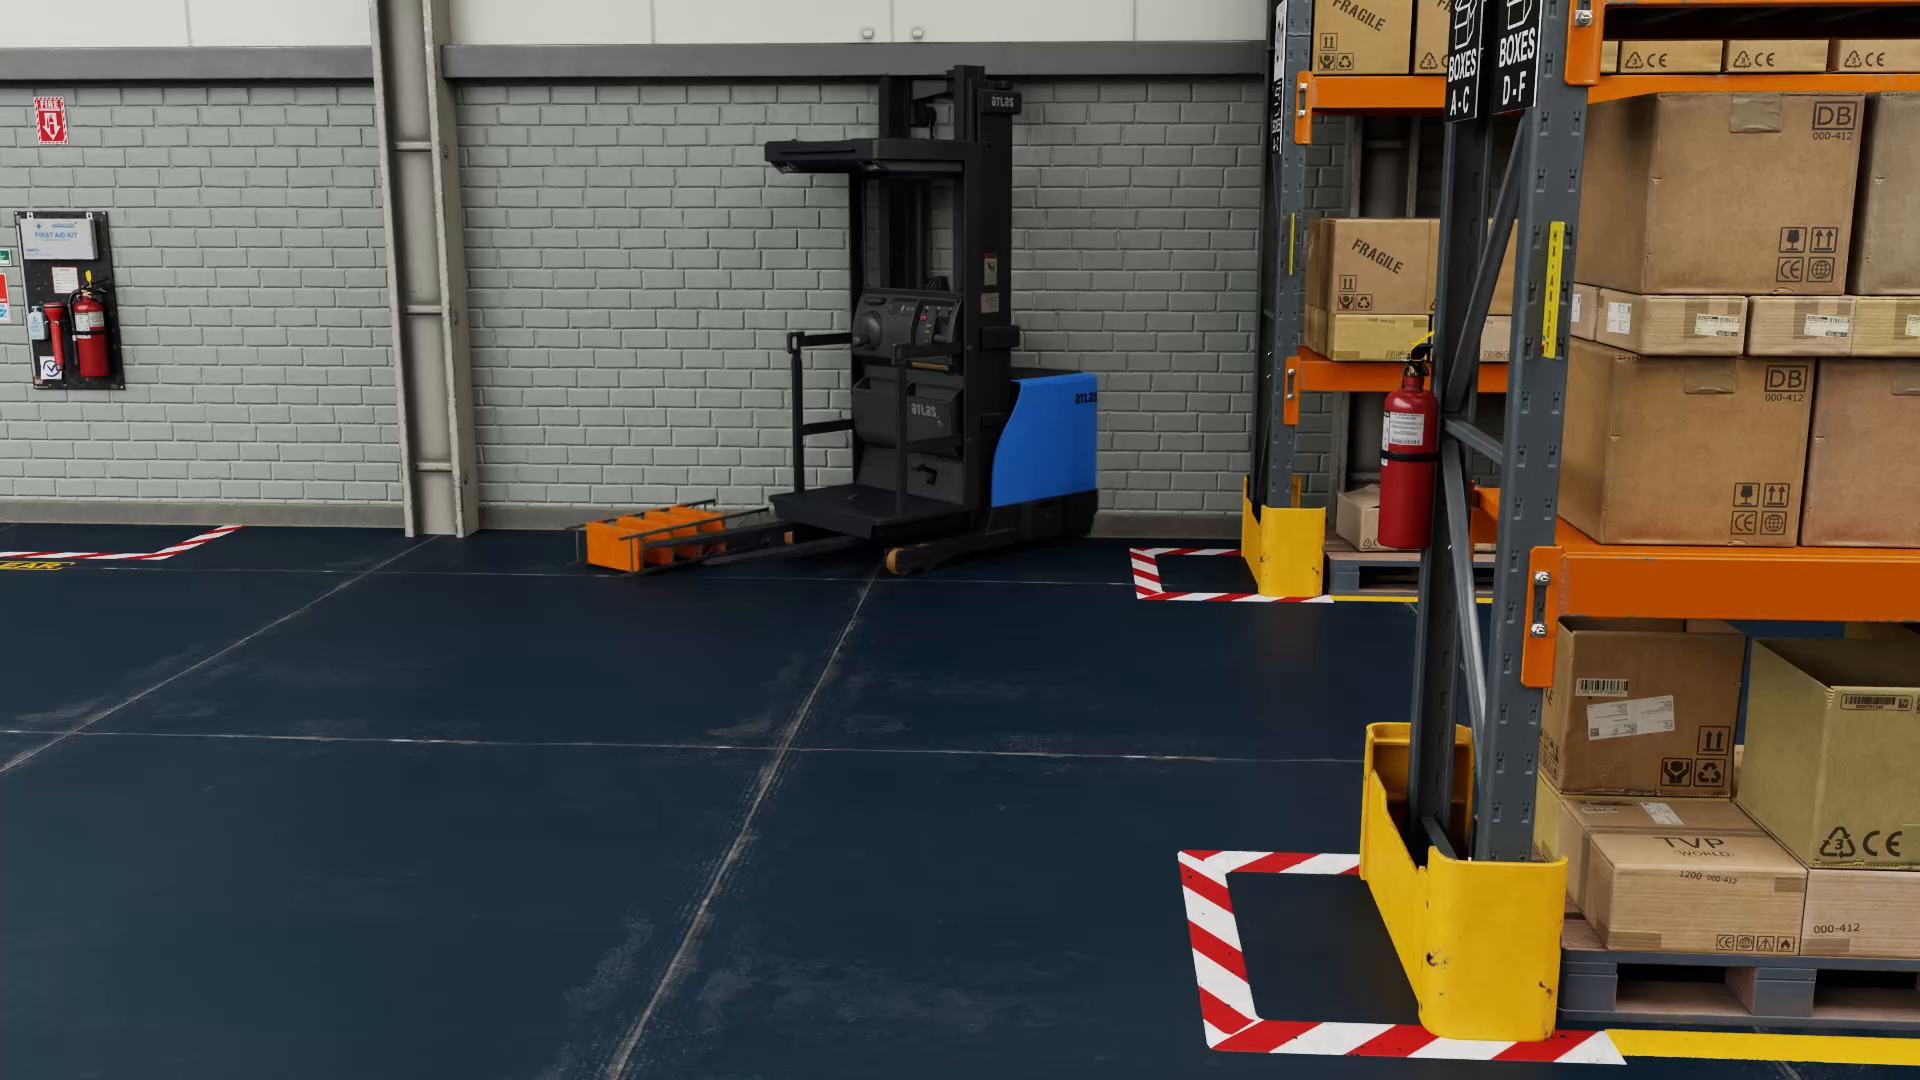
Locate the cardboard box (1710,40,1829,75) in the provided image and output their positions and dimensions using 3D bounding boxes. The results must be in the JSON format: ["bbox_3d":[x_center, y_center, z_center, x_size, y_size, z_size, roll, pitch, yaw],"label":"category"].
[{"bbox_3d":[4.221,-2.708,8.770,0.500,0.500,0.500,0,12,2],"label":"cardboard box"}]

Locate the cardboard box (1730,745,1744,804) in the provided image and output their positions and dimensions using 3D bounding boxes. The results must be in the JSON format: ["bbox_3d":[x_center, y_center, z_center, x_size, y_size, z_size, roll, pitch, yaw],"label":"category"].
[{"bbox_3d":[2.536,0.834,5.147,0.500,0.250,0.500,1,12,4],"label":"cardboard box"}]

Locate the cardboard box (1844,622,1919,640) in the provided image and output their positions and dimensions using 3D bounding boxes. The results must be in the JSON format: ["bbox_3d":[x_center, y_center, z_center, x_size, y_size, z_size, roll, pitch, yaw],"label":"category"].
[{"bbox_3d":[3.036,0.472,5.042,0.500,0.500,0.500,1,12,4],"label":"cardboard box"}]

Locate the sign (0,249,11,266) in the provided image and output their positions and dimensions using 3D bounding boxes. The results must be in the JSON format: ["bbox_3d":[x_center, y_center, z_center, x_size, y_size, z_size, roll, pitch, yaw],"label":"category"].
[{"bbox_3d":[-6.425,-1.865,10.975,0.331,0.109,0.001,1,12,4],"label":"sign"}]

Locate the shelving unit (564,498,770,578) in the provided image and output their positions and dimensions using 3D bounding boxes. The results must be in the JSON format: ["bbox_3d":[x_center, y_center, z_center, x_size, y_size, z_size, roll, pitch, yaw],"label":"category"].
[{"bbox_3d":[-1.769,-0.024,10.166,0.503,0.258,1.200,9,15,38],"label":"shelving unit"}]

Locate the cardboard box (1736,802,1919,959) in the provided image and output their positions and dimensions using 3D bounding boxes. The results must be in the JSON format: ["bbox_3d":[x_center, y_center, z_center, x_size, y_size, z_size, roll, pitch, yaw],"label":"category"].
[{"bbox_3d":[2.501,0.941,4.633,0.500,0.250,0.500,1,12,4],"label":"cardboard box"}]

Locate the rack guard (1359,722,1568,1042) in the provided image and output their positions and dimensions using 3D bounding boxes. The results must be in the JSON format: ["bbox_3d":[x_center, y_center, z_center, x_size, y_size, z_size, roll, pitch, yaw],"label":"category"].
[{"bbox_3d":[1.458,0.965,4.934,0.348,0.500,1.175,1,12,4],"label":"rack guard"}]

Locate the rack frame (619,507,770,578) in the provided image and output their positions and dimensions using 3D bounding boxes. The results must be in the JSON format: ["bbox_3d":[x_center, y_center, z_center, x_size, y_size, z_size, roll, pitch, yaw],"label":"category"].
[{"bbox_3d":[-1.578,0.007,10.017,0.015,0.240,1.200,9,15,38],"label":"rack frame"}]

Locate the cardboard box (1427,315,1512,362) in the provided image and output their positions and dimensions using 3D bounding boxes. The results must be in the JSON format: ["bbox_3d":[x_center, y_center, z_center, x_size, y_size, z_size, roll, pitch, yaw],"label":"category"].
[{"bbox_3d":[2.794,-1.131,9.166,0.500,0.250,0.500,0,12,2],"label":"cardboard box"}]

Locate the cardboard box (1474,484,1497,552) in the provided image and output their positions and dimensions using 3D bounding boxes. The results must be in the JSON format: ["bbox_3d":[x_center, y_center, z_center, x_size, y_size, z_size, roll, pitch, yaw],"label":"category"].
[{"bbox_3d":[3.062,-0.134,9.574,0.500,0.311,0.500,2,12,8],"label":"cardboard box"}]

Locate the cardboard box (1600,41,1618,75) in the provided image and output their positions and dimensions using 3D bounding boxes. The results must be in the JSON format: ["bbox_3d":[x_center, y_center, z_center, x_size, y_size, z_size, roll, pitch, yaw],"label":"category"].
[{"bbox_3d":[3.178,-2.721,8.829,0.500,0.500,0.500,1,12,6],"label":"cardboard box"}]

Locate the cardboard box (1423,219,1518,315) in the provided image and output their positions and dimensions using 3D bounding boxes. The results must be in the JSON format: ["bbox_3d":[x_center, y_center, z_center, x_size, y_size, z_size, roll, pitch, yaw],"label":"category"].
[{"bbox_3d":[2.758,-1.497,9.084,0.500,0.500,0.500,1,12,4],"label":"cardboard box"}]

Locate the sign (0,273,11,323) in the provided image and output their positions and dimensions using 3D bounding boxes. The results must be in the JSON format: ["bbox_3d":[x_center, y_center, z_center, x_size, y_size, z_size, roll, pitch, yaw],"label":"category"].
[{"bbox_3d":[-6.429,-1.607,11.038,0.234,0.329,0.001,1,12,4],"label":"sign"}]

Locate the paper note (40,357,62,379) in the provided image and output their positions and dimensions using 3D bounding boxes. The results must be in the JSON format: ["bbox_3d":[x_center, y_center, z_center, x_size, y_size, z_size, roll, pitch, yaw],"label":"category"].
[{"bbox_3d":[-6.056,-1.146,11.074,0.142,0.148,0.016,1,12,4],"label":"paper note"}]

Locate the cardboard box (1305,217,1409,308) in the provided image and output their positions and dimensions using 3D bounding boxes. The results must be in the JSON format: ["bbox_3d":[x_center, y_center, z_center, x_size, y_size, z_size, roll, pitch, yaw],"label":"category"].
[{"bbox_3d":[2.294,-1.611,9.628,0.500,0.500,0.500,1,12,3],"label":"cardboard box"}]

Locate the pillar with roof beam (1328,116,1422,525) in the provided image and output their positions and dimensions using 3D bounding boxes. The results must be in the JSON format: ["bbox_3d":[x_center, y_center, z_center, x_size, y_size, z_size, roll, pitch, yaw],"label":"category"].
[{"bbox_3d":[2.278,-3.494,5.495,0.400,9.000,9.100,1,12,4],"label":"pillar with roof beam"}]

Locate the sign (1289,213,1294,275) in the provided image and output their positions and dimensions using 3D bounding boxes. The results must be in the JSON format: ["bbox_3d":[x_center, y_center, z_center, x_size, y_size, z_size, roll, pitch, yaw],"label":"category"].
[{"bbox_3d":[1.773,-1.583,8.896,0.005,0.325,0.100,1,12,4],"label":"sign"}]

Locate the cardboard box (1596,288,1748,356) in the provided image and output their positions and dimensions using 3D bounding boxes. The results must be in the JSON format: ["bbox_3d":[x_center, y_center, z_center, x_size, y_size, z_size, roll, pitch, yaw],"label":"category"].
[{"bbox_3d":[1.859,-0.575,4.364,0.250,0.149,0.380,1,12,3],"label":"cardboard box"}]

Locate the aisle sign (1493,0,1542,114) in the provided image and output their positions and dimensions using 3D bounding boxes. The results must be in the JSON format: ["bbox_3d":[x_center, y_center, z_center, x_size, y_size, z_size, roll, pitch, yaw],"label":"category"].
[{"bbox_3d":[1.396,-1.469,4.115,0.004,0.787,0.394,1,12,4],"label":"aisle sign"}]

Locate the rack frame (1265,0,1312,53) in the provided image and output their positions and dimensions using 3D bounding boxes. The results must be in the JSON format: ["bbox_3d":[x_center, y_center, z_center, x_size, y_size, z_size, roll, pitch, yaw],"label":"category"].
[{"bbox_3d":[1.809,-4.207,8.900,0.127,3.000,1.000,1,12,4],"label":"rack frame"}]

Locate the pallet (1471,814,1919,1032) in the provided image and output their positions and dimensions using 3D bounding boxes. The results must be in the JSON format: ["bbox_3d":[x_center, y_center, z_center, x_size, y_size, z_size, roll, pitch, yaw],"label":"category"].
[{"bbox_3d":[2.248,1.109,4.953,1.213,0.211,1.003,1,12,4],"label":"pallet"}]

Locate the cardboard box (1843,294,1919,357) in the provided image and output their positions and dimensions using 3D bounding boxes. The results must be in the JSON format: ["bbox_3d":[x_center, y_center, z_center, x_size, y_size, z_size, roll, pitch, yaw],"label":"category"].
[{"bbox_3d":[2.372,-0.568,4.331,0.250,0.149,0.380,1,12,4],"label":"cardboard box"}]

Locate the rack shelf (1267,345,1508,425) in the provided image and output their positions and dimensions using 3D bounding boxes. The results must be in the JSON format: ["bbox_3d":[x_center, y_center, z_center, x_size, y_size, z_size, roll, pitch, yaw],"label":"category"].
[{"bbox_3d":[3.805,-0.891,9.457,4.000,0.370,1.077,1,12,4],"label":"rack shelf"}]

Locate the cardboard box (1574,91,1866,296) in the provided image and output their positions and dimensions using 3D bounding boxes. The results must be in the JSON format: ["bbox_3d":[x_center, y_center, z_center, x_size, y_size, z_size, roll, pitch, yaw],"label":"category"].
[{"bbox_3d":[2.000,-0.932,4.487,0.500,0.500,0.700,1,12,4],"label":"cardboard box"}]

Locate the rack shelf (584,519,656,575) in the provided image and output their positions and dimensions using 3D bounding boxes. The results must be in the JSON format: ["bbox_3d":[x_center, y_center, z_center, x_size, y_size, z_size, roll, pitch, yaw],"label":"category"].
[{"bbox_3d":[-2.014,0.039,9.865,0.480,0.258,0.148,9,15,38],"label":"rack shelf"}]

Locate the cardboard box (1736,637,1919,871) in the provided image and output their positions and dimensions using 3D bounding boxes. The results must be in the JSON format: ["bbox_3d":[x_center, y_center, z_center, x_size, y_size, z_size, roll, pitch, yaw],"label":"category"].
[{"bbox_3d":[2.501,0.574,4.555,0.500,0.500,0.500,1,12,4],"label":"cardboard box"}]

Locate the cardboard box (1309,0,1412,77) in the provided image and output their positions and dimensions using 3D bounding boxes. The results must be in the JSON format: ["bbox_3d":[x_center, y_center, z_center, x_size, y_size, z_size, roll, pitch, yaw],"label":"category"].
[{"bbox_3d":[2.126,-2.742,8.929,0.500,0.500,0.500,1,12,5],"label":"cardboard box"}]

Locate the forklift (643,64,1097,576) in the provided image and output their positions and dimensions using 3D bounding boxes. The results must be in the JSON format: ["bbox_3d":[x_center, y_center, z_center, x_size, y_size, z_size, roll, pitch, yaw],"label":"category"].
[{"bbox_3d":[-0.480,-1.344,10.035,3.031,2.935,1.130,-11,16,-42],"label":"forklift"}]

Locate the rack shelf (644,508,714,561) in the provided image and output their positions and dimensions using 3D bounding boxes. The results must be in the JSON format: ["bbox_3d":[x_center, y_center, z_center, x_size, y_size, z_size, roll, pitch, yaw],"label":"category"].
[{"bbox_3d":[-1.727,-0.035,10.217,0.480,0.258,0.148,9,15,38],"label":"rack shelf"}]

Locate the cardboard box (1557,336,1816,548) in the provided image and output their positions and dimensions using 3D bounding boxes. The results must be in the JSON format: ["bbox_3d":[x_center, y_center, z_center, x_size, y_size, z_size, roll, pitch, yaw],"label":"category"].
[{"bbox_3d":[1.947,-0.298,4.623,0.500,0.500,0.700,1,12,4],"label":"cardboard box"}]

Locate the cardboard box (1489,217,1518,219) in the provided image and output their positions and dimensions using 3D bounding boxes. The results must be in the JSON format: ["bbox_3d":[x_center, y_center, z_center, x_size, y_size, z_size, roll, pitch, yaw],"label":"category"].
[{"bbox_3d":[3.312,-1.596,9.555,0.500,0.500,0.500,0,12,2],"label":"cardboard box"}]

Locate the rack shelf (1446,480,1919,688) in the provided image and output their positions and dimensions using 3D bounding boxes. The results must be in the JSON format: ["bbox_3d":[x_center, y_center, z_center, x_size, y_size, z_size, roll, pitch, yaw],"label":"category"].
[{"bbox_3d":[3.478,0.121,4.619,4.000,0.370,1.077,1,12,4],"label":"rack shelf"}]

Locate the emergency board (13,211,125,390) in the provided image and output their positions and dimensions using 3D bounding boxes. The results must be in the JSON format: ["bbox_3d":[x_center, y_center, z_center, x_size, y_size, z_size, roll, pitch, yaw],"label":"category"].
[{"bbox_3d":[-5.884,-1.561,10.905,0.643,1.169,0.194,1,12,4],"label":"emergency board"}]
